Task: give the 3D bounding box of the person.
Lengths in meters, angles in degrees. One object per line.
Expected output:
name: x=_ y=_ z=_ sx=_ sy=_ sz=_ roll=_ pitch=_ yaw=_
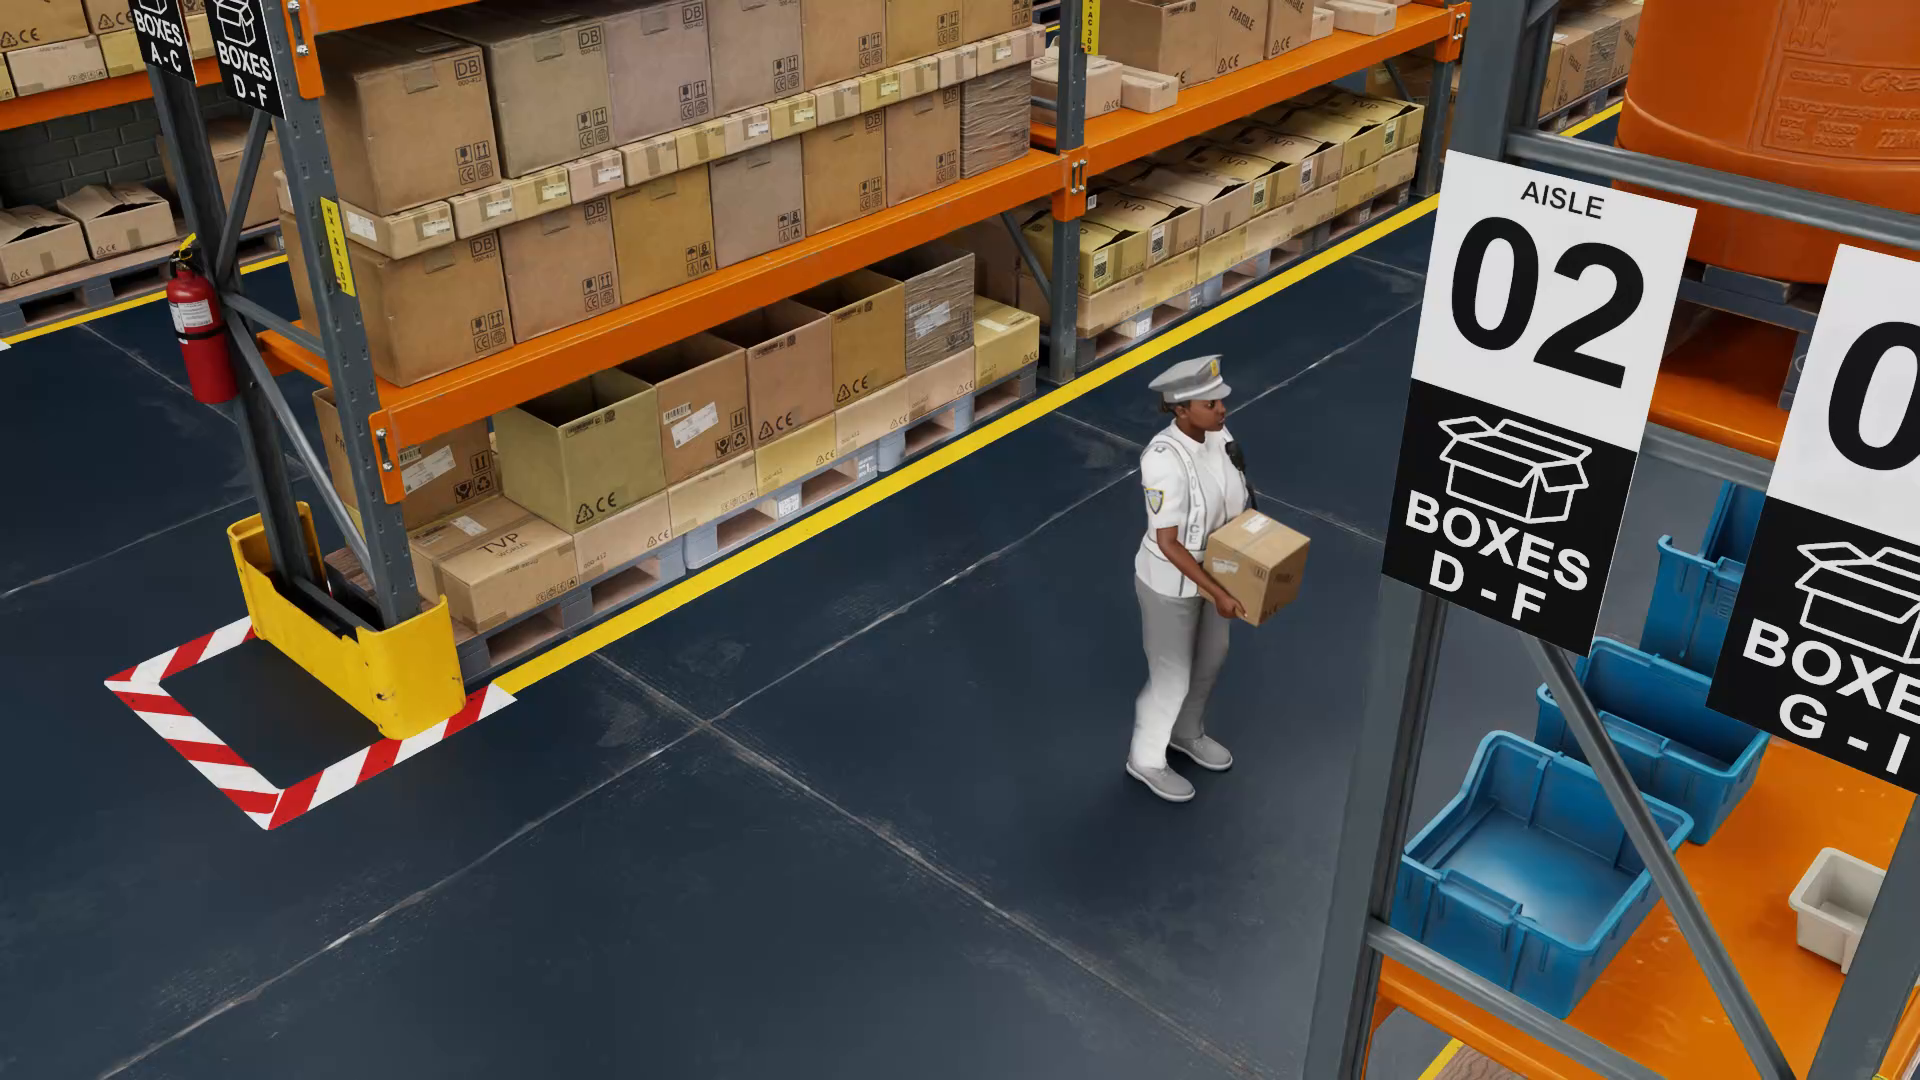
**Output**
person: x=0.860 y=0.155 z=5.854 sx=0.533 sy=1.689 sz=0.449 roll=25 pitch=40 yaw=35
